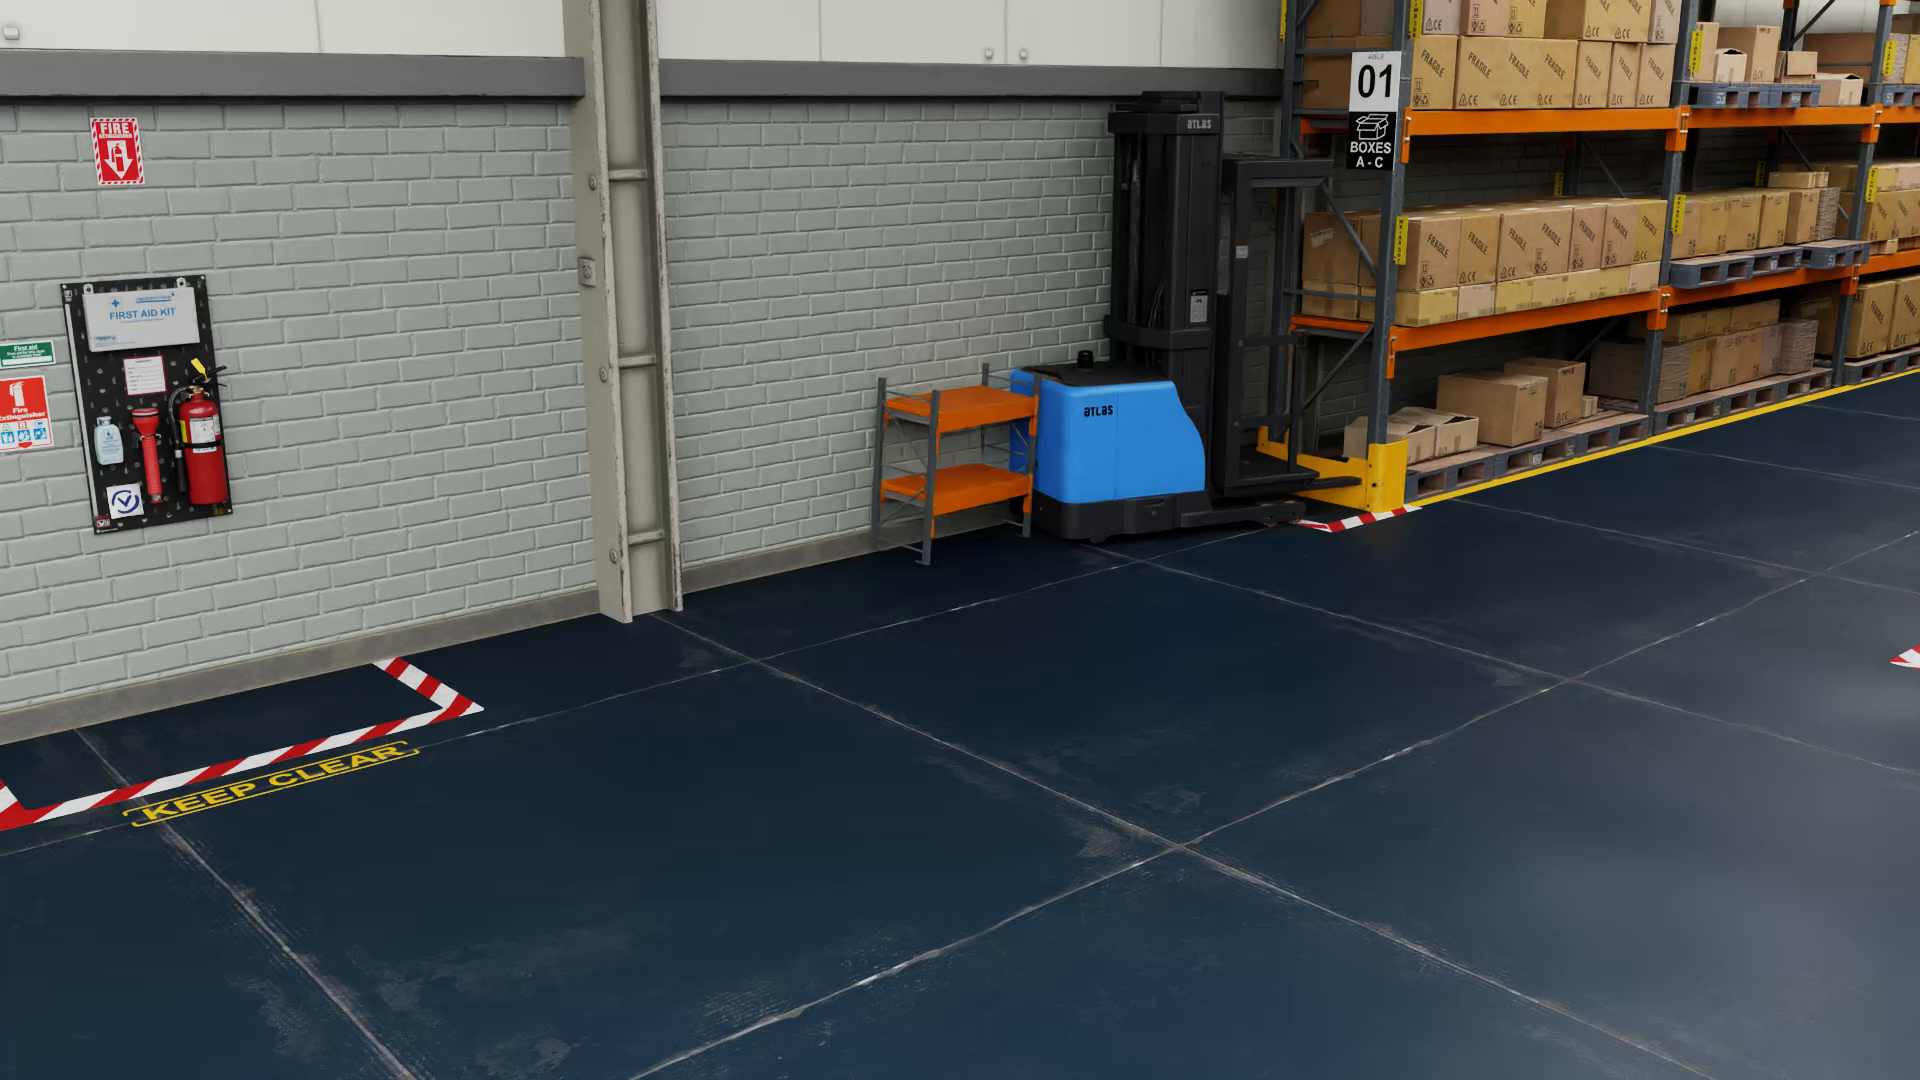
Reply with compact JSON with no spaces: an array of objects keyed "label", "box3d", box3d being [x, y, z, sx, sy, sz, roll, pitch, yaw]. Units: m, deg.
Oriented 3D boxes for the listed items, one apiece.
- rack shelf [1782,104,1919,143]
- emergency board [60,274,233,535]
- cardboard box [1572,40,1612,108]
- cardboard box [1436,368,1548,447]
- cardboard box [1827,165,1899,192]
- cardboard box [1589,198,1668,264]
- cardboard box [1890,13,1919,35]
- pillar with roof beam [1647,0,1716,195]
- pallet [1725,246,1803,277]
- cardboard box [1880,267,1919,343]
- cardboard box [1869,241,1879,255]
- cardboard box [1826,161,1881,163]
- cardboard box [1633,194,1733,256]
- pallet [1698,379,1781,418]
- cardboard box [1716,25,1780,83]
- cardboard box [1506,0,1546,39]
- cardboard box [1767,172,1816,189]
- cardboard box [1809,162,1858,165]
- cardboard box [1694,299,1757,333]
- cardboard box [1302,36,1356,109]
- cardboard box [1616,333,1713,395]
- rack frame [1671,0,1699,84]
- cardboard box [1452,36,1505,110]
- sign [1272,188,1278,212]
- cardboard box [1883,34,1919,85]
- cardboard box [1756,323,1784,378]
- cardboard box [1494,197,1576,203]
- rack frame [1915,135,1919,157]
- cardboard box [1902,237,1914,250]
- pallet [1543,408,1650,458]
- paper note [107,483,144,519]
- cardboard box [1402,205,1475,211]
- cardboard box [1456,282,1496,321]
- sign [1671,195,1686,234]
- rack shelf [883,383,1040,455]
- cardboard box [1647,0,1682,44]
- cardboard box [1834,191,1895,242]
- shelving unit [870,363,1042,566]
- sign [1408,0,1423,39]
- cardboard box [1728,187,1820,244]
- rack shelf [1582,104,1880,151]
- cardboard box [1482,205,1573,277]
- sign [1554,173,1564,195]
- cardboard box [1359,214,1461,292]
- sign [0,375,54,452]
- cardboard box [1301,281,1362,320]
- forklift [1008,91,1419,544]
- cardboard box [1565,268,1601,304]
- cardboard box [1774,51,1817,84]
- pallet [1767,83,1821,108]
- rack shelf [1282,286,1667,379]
[{"label":"rack shelf","box3d":[10.246,-4.563,18.101,4.000,0.370,1.077,-13,19,-39]},{"label":"emergency board","box3d":[-3.754,-0.627,7.783,0.643,1.169,0.194,-13,19,-39]},{"label":"cardboard box","box3d":[4.718,-3.634,12.997,0.500,0.500,0.500,-14,20,-41]},{"label":"cardboard box","box3d":[4.299,-1.083,13.483,0.500,0.500,0.700,-14,21,-43]},{"label":"cardboard box","box3d":[9.270,-3.718,17.095,0.500,0.250,0.500,-12,19,-38]},{"label":"cardboard box","box3d":[5.566,-2.604,13.985,0.500,0.500,0.500,-13,20,-39]},{"label":"cardboard box","box3d":[10.598,-5.652,18.287,0.500,0.250,0.500,-13,20,-41]},{"label":"pillar with roof beam","box3d":[10.014,-5.131,13.021,0.400,9.000,9.100,-13,19,-39]},{"label":"pallet","box3d":[7.270,-2.686,15.866,1.213,0.211,1.003,-13,19,-39]},{"label":"cardboard box","box3d":[10.681,-2.678,18.814,0.750,0.750,0.750,-12,19,-38]},{"label":"cardboard box","box3d":[9.333,-3.062,17.350,0.250,0.149,0.380,-12,19,-39]},{"label":"cardboard box","box3d":[9.691,-3.987,18.102,0.500,0.250,0.500,-13,20,-41]},{"label":"cardboard box","box3d":[6.552,-2.878,15.168,0.500,0.500,0.700,-10,18,-34]},{"label":"pallet","box3d":[7.226,-1.438,16.223,1.213,0.211,1.003,-13,19,-39]},{"label":"cardboard box","box3d":[7.115,-4.431,15.207,0.500,0.500,0.500,-14,20,-41]},{"label":"cardboard box","box3d":[3.943,-3.939,12.203,0.500,0.500,0.500,-12,19,-38]},{"label":"cardboard box","box3d":[8.263,-3.575,16.518,0.380,0.149,0.250,12,19,38]},{"label":"cardboard box","box3d":[9.302,-3.901,17.779,0.500,0.250,0.500,-13,20,-41]},{"label":"cardboard box","box3d":[7.372,-2.185,16.156,0.500,0.250,0.500,-13,20,-40]},{"label":"cardboard box","box3d":[2.850,-3.394,12.100,0.500,0.500,0.500,-11,18,-35]},{"label":"cardboard box","box3d":[6.620,-1.675,15.699,0.500,0.500,0.700,-13,20,-40]},{"label":"rack frame","box3d":[5.719,-5.343,13.816,0.127,3.000,1.000,-13,19,-39]},{"label":"cardboard box","box3d":[3.547,-3.366,11.995,0.500,0.500,0.500,-11,19,-36]},{"label":"sign","box3d":[2.353,-2.591,12.280,0.005,0.325,0.100,-13,19,-39]},{"label":"cardboard box","box3d":[9.856,-5.117,17.735,0.500,0.500,0.700,-11,19,-37]},{"label":"cardboard box","box3d":[7.763,-1.931,16.656,0.500,0.500,0.700,-13,20,-39]},{"label":"cardboard box","box3d":[4.835,-2.618,14.039,0.500,0.500,0.500,-13,20,-40]},{"label":"rack frame","box3d":[11.754,-3.800,19.664,0.127,3.000,1.000,-13,19,-39]},{"label":"cardboard box","box3d":[10.090,-3.245,18.033,0.250,0.149,0.380,-12,19,-39]},{"label":"pallet","box3d":[5.236,-0.977,14.498,1.213,0.211,1.003,-13,19,-39]},{"label":"paper note","box3d":[-3.932,-0.184,7.835,0.142,0.148,0.016,-13,19,-39]},{"label":"cardboard box","box3d":[3.691,-2.360,13.070,0.500,0.500,0.500,-13,20,-41]},{"label":"cardboard box","box3d":[3.661,-1.816,12.488,0.500,0.250,0.500,-13,20,-41]},{"label":"sign","box3d":[6.081,-2.759,14.088,0.005,0.325,0.100,-13,19,-39]},{"label":"rack shelf","box3d":[-0.004,-0.803,10.850,0.538,0.278,1.000,17,20,38]},{"label":"cardboard box","box3d":[5.519,-4.297,13.543,0.500,0.500,0.500,14,20,42]},{"label":"cardboard box","box3d":[9.271,-3.357,17.195,0.500,0.500,0.500,-12,19,-38]},{"label":"shelving unit","box3d":[-0.022,-0.522,10.931,0.538,1.125,1.048,17,20,38]},{"label":"sign","box3d":[3.058,-3.533,11.158,0.005,0.325,0.100,-13,19,-39]},{"label":"cardboard box","box3d":[7.985,-3.202,16.378,0.700,0.500,0.500,14,20,42]},{"label":"rack shelf","box3d":[7.228,-3.885,15.564,4.000,0.370,1.077,-13,19,-39]},{"label":"cardboard box","box3d":[4.414,-2.347,13.022,0.500,0.500,0.500,-12,19,-38]},{"label":"sign","box3d":[5.352,-3.112,14.843,0.005,0.325,0.100,-13,19,-39]},{"label":"cardboard box","box3d":[3.259,-2.089,12.057,0.500,0.500,0.500,-13,19,-39]},{"label":"sign","box3d":[-4.238,-0.570,7.503,0.234,0.329,0.001,-13,19,-39]},{"label":"cardboard box","box3d":[2.927,-1.821,12.508,0.500,0.250,0.500,-12,19,-39]},{"label":"forklift","box3d":[1.871,-1.623,11.645,3.031,2.935,1.130,-7,16,-23]},{"label":"cardboard box","box3d":[4.810,-2.072,13.445,0.500,0.250,0.500,-13,20,-40]},{"label":"cardboard box","box3d":[7.698,-4.430,15.969,0.637,0.503,0.797,-9,18,-32]},{"label":"pallet","box3d":[7.035,-4.063,15.201,1.003,0.211,1.213,-13,19,-39]},{"label":"rack shelf","box3d":[4.210,-1.758,13.415,4.000,0.370,1.077,-13,19,-39]}]
